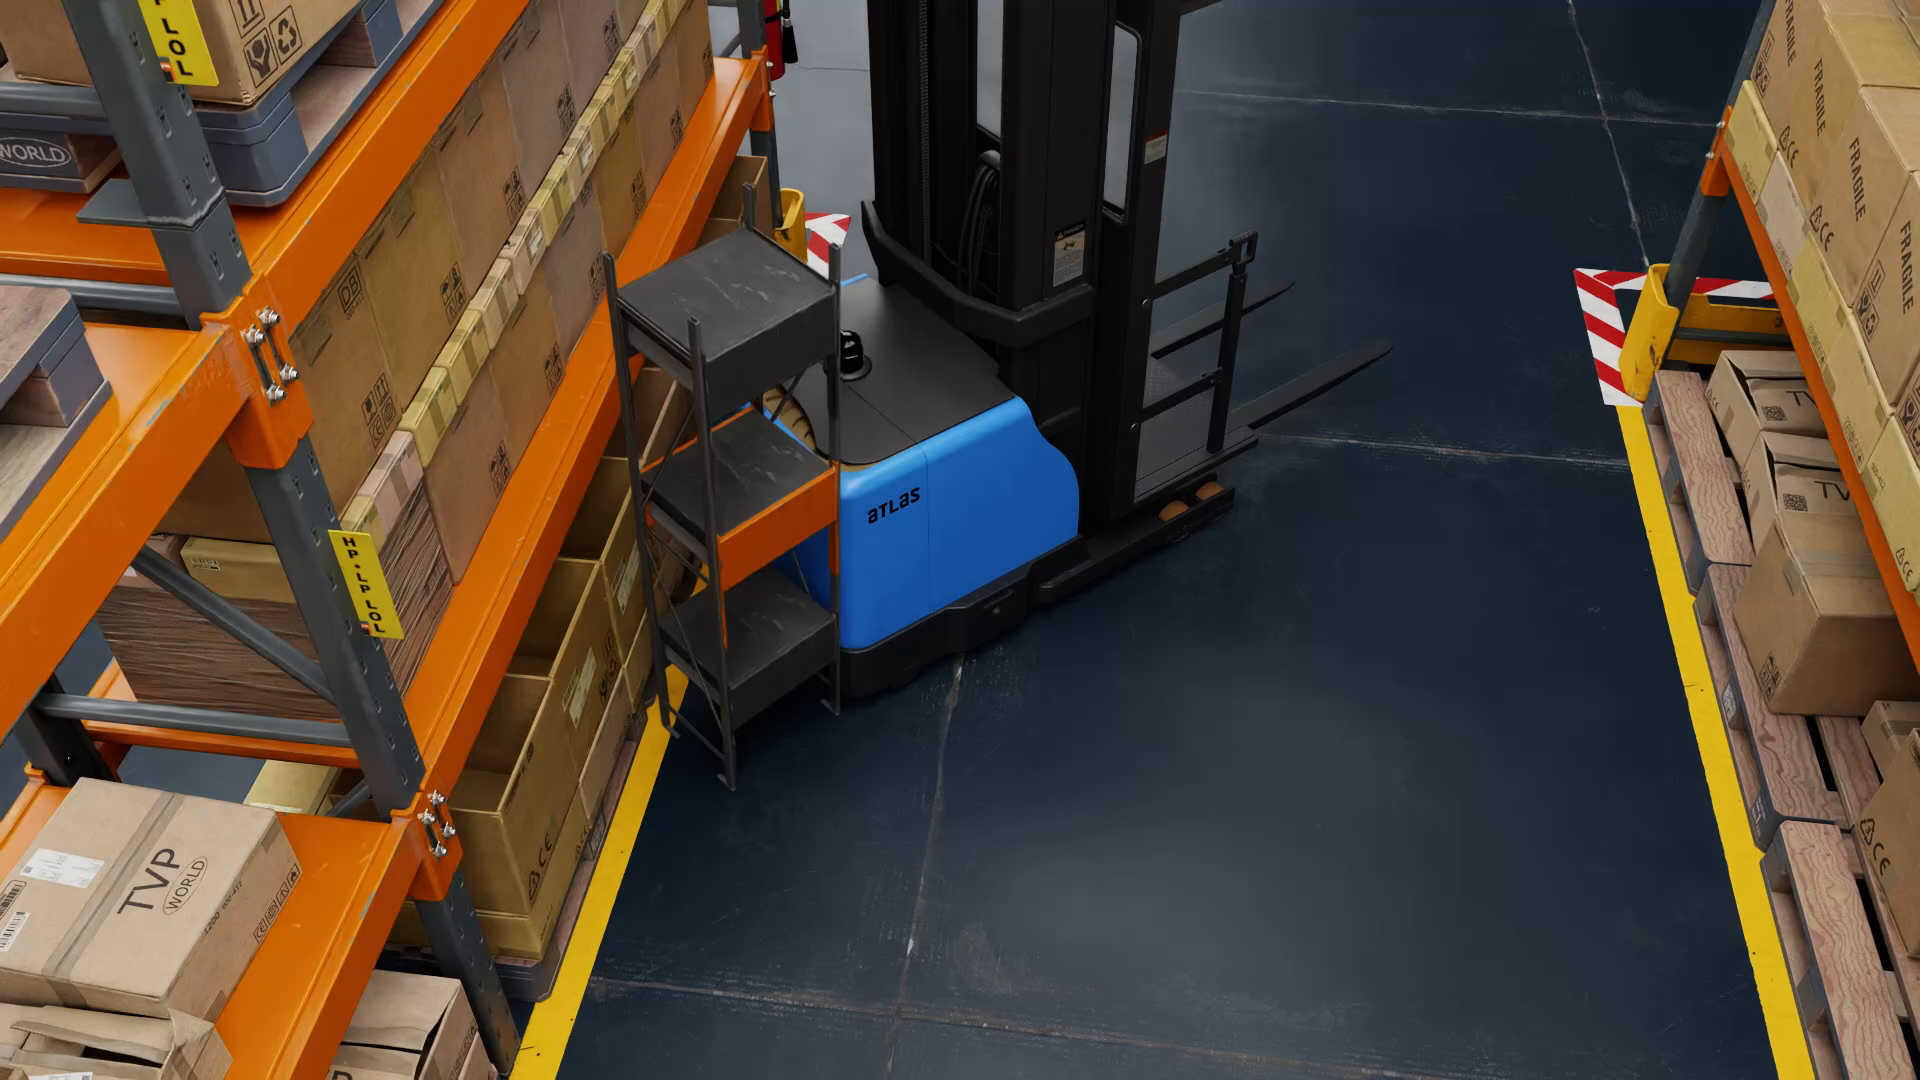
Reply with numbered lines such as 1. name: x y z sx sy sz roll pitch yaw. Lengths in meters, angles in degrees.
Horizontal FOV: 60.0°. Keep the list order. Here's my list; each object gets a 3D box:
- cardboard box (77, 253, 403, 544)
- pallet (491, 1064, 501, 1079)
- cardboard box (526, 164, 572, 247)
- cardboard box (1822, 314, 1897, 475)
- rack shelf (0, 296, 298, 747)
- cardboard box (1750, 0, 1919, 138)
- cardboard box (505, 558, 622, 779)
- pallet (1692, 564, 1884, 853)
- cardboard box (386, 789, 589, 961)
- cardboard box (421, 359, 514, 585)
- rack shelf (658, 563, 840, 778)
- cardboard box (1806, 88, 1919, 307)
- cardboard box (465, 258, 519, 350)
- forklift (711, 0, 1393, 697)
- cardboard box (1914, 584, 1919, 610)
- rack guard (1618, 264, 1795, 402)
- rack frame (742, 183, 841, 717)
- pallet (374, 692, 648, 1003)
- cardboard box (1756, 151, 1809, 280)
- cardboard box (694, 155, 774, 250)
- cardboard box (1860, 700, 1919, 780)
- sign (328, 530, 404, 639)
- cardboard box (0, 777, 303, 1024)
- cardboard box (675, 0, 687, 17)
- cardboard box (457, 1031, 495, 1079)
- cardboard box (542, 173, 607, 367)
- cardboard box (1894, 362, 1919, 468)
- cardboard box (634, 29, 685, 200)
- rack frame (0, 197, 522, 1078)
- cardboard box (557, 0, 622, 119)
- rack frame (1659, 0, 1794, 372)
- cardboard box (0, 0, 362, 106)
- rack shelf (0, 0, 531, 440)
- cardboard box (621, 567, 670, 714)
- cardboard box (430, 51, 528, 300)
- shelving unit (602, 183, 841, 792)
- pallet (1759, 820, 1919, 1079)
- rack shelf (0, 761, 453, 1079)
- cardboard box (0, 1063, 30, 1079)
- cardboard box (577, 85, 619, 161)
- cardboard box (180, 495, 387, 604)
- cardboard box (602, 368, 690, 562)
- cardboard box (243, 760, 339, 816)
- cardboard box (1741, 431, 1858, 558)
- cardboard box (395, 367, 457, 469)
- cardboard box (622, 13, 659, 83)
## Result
1. cardboard box: -1.800 -0.360 3.932 0.700 0.500 0.500 5 44 6
2. pallet: -1.912 1.969 4.517 1.003 0.211 1.213 5 44 6
3. cardboard box: -1.424 -1.043 5.125 0.380 0.149 0.250 5 44 5
4. cardboard box: 3.011 -0.431 5.118 0.500 0.250 0.500 6 44 6
5. rack shelf: -2.117 0.986 1.869 1.077 0.370 4.000 5 44 6
6. cardboard box: 3.226 -1.755 5.971 0.500 0.500 0.500 5 44 6
7. cardboard box: -1.423 0.395 5.300 0.500 0.500 0.500 5 44 6
8. pallet: 3.271 0.616 5.946 1.003 0.211 1.213 5 44 6
9. cardboard box: -1.491 1.008 5.198 0.500 0.250 0.500 5 44 6
10. cardboard box: -1.737 -0.249 4.758 0.700 0.500 0.500 5 44 5
11. rack shelf: -0.739 0.422 5.790 0.480 0.518 0.431 -35 58 -31
12. cardboard box: 3.076 -1.067 5.245 0.500 0.500 0.500 4 44 4
13. cardboard box: -1.491 -0.683 4.745 0.380 0.149 0.250 4 44 4
14. forklift: 0.503 -1.323 6.015 3.031 2.935 1.130 -27 50 -26
15. cardboard box: 2.894 0.256 4.392 0.500 0.250 0.500 5 44 6
16. rack guard: 3.577 -0.868 7.303 1.175 0.500 0.348 5 44 6
17. rack frame: -0.529 -0.186 5.396 0.015 2.100 0.400 -35 58 -31
18. pallet: -1.706 0.925 5.620 1.003 0.211 1.213 5 44 6
19. cardboard box: 3.153 -1.122 5.847 0.500 0.250 0.500 4 44 4
20. cardboard box: -1.100 -1.309 7.100 0.500 0.500 0.500 5 44 6
21. cardboard box: 3.289 0.686 5.598 0.380 0.149 0.250 2 43 2
22. sign: -1.314 0.102 3.676 0.100 0.325 0.005 5 44 6
23. cardboard box: -1.875 0.845 3.785 0.500 0.250 0.500 8 44 8
24. cardboard box: -1.219 -2.091 6.232 0.380 0.149 0.250 6 44 7
25. cardboard box: -1.620 1.606 4.567 0.500 0.250 0.500 5 44 5
26. cardboard box: -1.600 -0.939 5.488 0.700 0.500 0.500 6 44 7
27. cardboard box: 2.951 -0.360 4.498 0.500 0.500 0.500 4 44 4
28. cardboard box: -1.463 -1.636 6.224 0.700 0.500 0.500 6 44 7
29. rack frame: -1.853 0.451 4.092 1.000 3.000 0.127 5 44 6
30. cardboard box: -1.535 -1.727 5.376 0.700 0.500 0.500 5 44 6
31. rack frame: 3.587 -1.828 6.499 1.000 3.000 0.127 5 44 6
32. cardboard box: -1.525 -1.198 3.171 0.500 0.500 0.500 9 44 9
33. rack shelf: -1.588 -1.740 4.748 1.077 0.370 4.000 5 44 6
34. cardboard box: -1.349 0.327 5.917 0.500 0.250 0.500 5 44 6
35. cardboard box: -1.668 -1.045 4.656 0.700 0.500 0.500 5 44 5
36. shelving unit: -0.701 -0.067 5.271 0.503 2.100 0.431 -35 58 -31
37. pallet: 3.112 1.450 5.065 1.003 0.211 1.213 5 44 6
38. rack shelf: -2.117 2.075 2.900 1.077 0.370 4.000 5 44 6
39. cardboard box: -2.040 1.295 3.128 0.500 0.500 0.500 8 44 9
40. cardboard box: -1.355 -1.387 5.489 0.380 0.149 0.250 6 44 7
41. cardboard box: -1.625 0.013 4.010 0.380 0.149 0.250 5 44 5
42. cardboard box: -1.285 -0.286 6.019 0.500 0.500 0.500 5 44 6
43. cardboard box: -2.008 0.961 5.248 0.500 0.250 0.500 5 44 6
44. cardboard box: 3.331 -0.159 6.372 0.500 0.311 0.500 9 44 9
45. cardboard box: -1.560 -0.334 4.377 0.380 0.149 0.250 4 44 4
46. cardboard box: -1.288 -1.746 5.867 0.380 0.149 0.250 6 44 6
